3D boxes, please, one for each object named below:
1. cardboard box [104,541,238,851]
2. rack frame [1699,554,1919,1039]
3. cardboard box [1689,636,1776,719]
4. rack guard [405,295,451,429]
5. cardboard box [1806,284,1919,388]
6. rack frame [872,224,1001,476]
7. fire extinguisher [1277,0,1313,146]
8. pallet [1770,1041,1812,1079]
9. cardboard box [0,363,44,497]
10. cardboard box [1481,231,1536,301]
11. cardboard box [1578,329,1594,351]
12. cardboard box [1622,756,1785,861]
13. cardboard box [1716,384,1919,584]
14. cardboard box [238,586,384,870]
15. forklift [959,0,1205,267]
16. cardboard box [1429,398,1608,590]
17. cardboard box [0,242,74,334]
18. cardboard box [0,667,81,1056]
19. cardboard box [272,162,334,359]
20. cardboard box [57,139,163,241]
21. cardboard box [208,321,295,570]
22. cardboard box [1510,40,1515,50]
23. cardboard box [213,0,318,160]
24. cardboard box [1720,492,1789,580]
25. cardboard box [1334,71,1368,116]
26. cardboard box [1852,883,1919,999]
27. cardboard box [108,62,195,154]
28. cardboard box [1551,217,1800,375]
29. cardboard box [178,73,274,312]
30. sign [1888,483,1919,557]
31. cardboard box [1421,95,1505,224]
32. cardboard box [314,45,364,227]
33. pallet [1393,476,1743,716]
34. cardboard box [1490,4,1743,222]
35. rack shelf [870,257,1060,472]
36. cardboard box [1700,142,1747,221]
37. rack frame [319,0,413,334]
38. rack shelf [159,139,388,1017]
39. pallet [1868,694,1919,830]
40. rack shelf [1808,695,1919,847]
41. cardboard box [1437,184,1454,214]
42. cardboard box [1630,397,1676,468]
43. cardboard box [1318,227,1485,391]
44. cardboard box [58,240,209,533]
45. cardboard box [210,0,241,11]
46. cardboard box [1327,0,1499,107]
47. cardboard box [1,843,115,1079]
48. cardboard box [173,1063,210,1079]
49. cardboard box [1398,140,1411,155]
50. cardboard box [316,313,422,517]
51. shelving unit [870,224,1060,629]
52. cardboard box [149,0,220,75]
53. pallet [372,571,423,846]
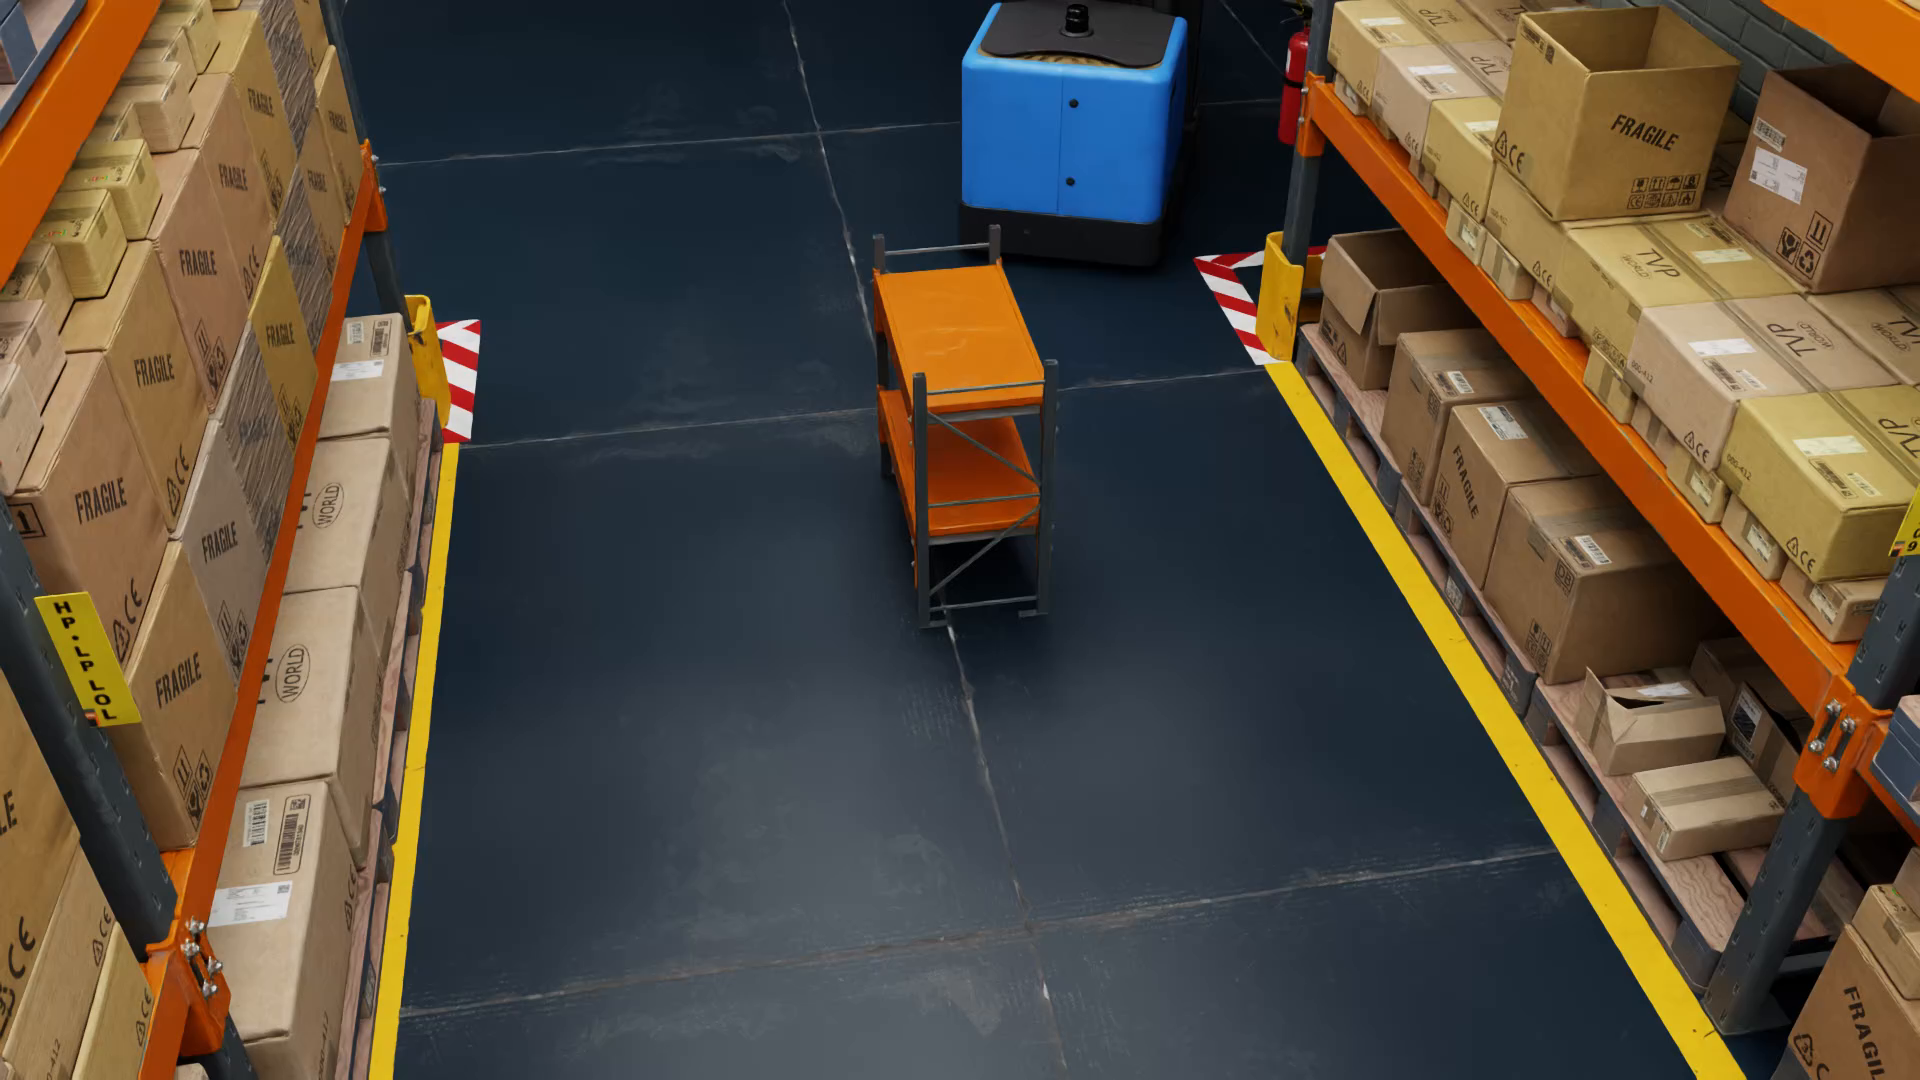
[{"bbox_3d":[-1.999,0.369,3.749,0.500,0.500,0.500,-5,38,-6],"label":"cardboard box"},{"bbox_3d":[2.712,0.184,4.069,1.000,3.000,0.127,-6,38,-8],"label":"rack frame"},{"bbox_3d":[2.752,0.457,5.698,0.380,0.149,0.250,-7,38,-9],"label":"cardboard box"},{"bbox_3d":[-2.880,-0.724,7.274,1.175,0.500,0.348,-6,38,-8],"label":"rack guard"},{"bbox_3d":[2.796,-0.505,4.835,0.500,0.250,0.500,-7,38,-8],"label":"cardboard box"},{"bbox_3d":[-0.090,-0.755,6.805,0.500,1.125,0.032,-6,38,-8],"label":"rack frame"},{"bbox_3d":[1.529,-2.094,7.367,0.296,0.674,0.183,-6,38,-8],"label":"fire extinguisher"},{"bbox_3d":[2.891,1.772,4.297,1.003,0.211,1.213,-6,38,-8],"label":"pallet"},{"bbox_3d":[-1.974,-0.189,3.124,0.380,0.149,0.250,-7,38,-9],"label":"cardboard box"},{"bbox_3d":[2.041,-0.965,5.752,0.380,0.149,0.250,-5,38,-7],"label":"cardboard box"},{"bbox_3d":[2.244,-0.673,5.375,0.380,0.149,0.250,-6,38,-7],"label":"cardboard box"},{"bbox_3d":[2.325,0.839,5.207,0.380,0.149,0.250,-7,38,-9],"label":"cardboard box"},{"bbox_3d":[2.382,-0.156,4.386,0.500,0.250,0.500,-5,38,-7],"label":"cardboard box"},{"bbox_3d":[-2.337,0.634,5.235,0.875,0.438,0.875,-7,38,-9],"label":"cardboard box"},{"bbox_3d":[0.808,-3.445,8.796,1.130,2.935,3.031,8,38,10],"label":"forklift"},{"bbox_3d":[2.130,-0.181,6.233,0.500,0.500,0.500,-6,38,-7],"label":"cardboard box"},{"bbox_3d":[-2.122,-0.492,3.514,0.380,0.149,0.250,-7,38,-9],"label":"cardboard box"},{"bbox_3d":[-1.849,0.528,2.729,0.500,0.500,0.500,-5,38,-6],"label":"cardboard box"},{"bbox_3d":[-2.358,-0.859,5.329,0.500,0.500,0.500,-5,38,-7],"label":"cardboard box"},{"bbox_3d":[-2.123,-0.813,3.926,0.380,0.149,0.250,-7,38,-9],"label":"cardboard box"},{"bbox_3d":[-2.164,-0.237,4.528,0.500,0.500,0.500,-6,38,-8],"label":"cardboard box"},{"bbox_3d":[2.441,-1.730,6.411,0.500,0.250,0.500,-6,38,-8],"label":"cardboard box"},{"bbox_3d":[-2.436,-1.553,5.407,0.500,0.500,0.500,-6,38,-8],"label":"cardboard box"},{"bbox_3d":[2.340,-0.038,4.558,0.380,0.149,0.250,-5,38,-7],"label":"cardboard box"},{"bbox_3d":[1.798,-1.905,6.962,0.380,0.149,0.250,-7,38,-8],"label":"cardboard box"},{"bbox_3d":[2.513,0.994,4.192,0.380,0.149,0.250,-5,38,-6],"label":"cardboard box"},{"bbox_3d":[-2.223,-1.111,4.310,0.380,0.149,0.250,-6,38,-8],"label":"cardboard box"},{"bbox_3d":[2.205,-0.760,5.163,0.500,0.250,0.500,-6,38,-8],"label":"cardboard box"},{"bbox_3d":[-2.267,-0.950,4.631,0.500,0.500,0.500,-6,38,-8],"label":"cardboard box"},{"bbox_3d":[2.179,-0.095,3.722,0.100,0.325,0.005,-6,38,-8],"label":"sign"},{"bbox_3d":[2.005,-1.377,5.958,0.500,0.250,0.500,-7,38,-9],"label":"cardboard box"},{"bbox_3d":[-2.531,-1.473,6.119,0.500,0.500,0.500,-6,38,-8],"label":"cardboard box"},{"bbox_3d":[2.375,0.131,6.409,1.003,0.211,1.213,-6,38,-8],"label":"pallet"},{"bbox_3d":[2.088,-1.378,5.347,0.500,0.500,0.500,-5,38,-7],"label":"cardboard box"},{"bbox_3d":[-0.001,-0.679,6.231,0.538,0.278,1.000,-6,38,-8],"label":"rack shelf"},{"bbox_3d":[2.615,-1.114,5.619,0.500,0.250,0.500,-6,38,-8],"label":"cardboard box"},{"bbox_3d":[-2.876,-1.696,6.489,1.000,3.000,0.127,-6,38,-8],"label":"rack frame"},{"bbox_3d":[-2.525,-0.204,5.154,1.077,0.370,4.000,-6,38,-8],"label":"rack shelf"},{"bbox_3d":[2.744,0.754,3.491,1.003,0.211,1.213,-6,38,-8],"label":"pallet"},{"bbox_3d":[3.062,1.676,2.735,1.077,0.370,4.000,-6,38,-8],"label":"rack shelf"},{"bbox_3d":[2.004,-1.282,6.161,0.380,0.149,0.250,-6,38,-7],"label":"cardboard box"},{"bbox_3d":[2.251,-0.353,4.965,0.380,0.149,0.250,-5,38,-7],"label":"cardboard box"},{"bbox_3d":[2.024,-1.033,7.327,0.797,0.503,0.637,-8,38,-10],"label":"cardboard box"},{"bbox_3d":[-2.102,-0.334,3.838,0.500,0.500,0.500,-7,38,-9],"label":"cardboard box"},{"bbox_3d":[-2.416,-1.737,5.116,0.380,0.149,0.250,-5,38,-7],"label":"cardboard box"},{"bbox_3d":[1.825,-1.988,6.743,0.500,0.250,0.500,-6,38,-8],"label":"cardboard box"},{"bbox_3d":[-1.858,0.822,2.962,0.500,0.250,0.500,-6,38,-8],"label":"cardboard box"},{"bbox_3d":[-1.987,1.759,3.431,0.875,0.875,0.875,-5,38,-7],"label":"cardboard box"},{"bbox_3d":[1.968,-1.602,6.571,0.380,0.149,0.250,-7,38,-9],"label":"cardboard box"},{"bbox_3d":[-2.662,-0.462,6.646,0.875,0.438,0.875,-7,38,-9],"label":"cardboard box"},{"bbox_3d":[-0.001,-0.448,6.410,0.538,1.125,1.048,-6,38,-8],"label":"shelving unit"},{"bbox_3d":[-2.338,-1.427,4.716,0.380,0.149,0.250,-5,38,-7],"label":"cardboard box"},{"bbox_3d":[-2.448,0.615,5.787,1.003,0.211,1.213,-6,38,-8],"label":"pallet"}]
